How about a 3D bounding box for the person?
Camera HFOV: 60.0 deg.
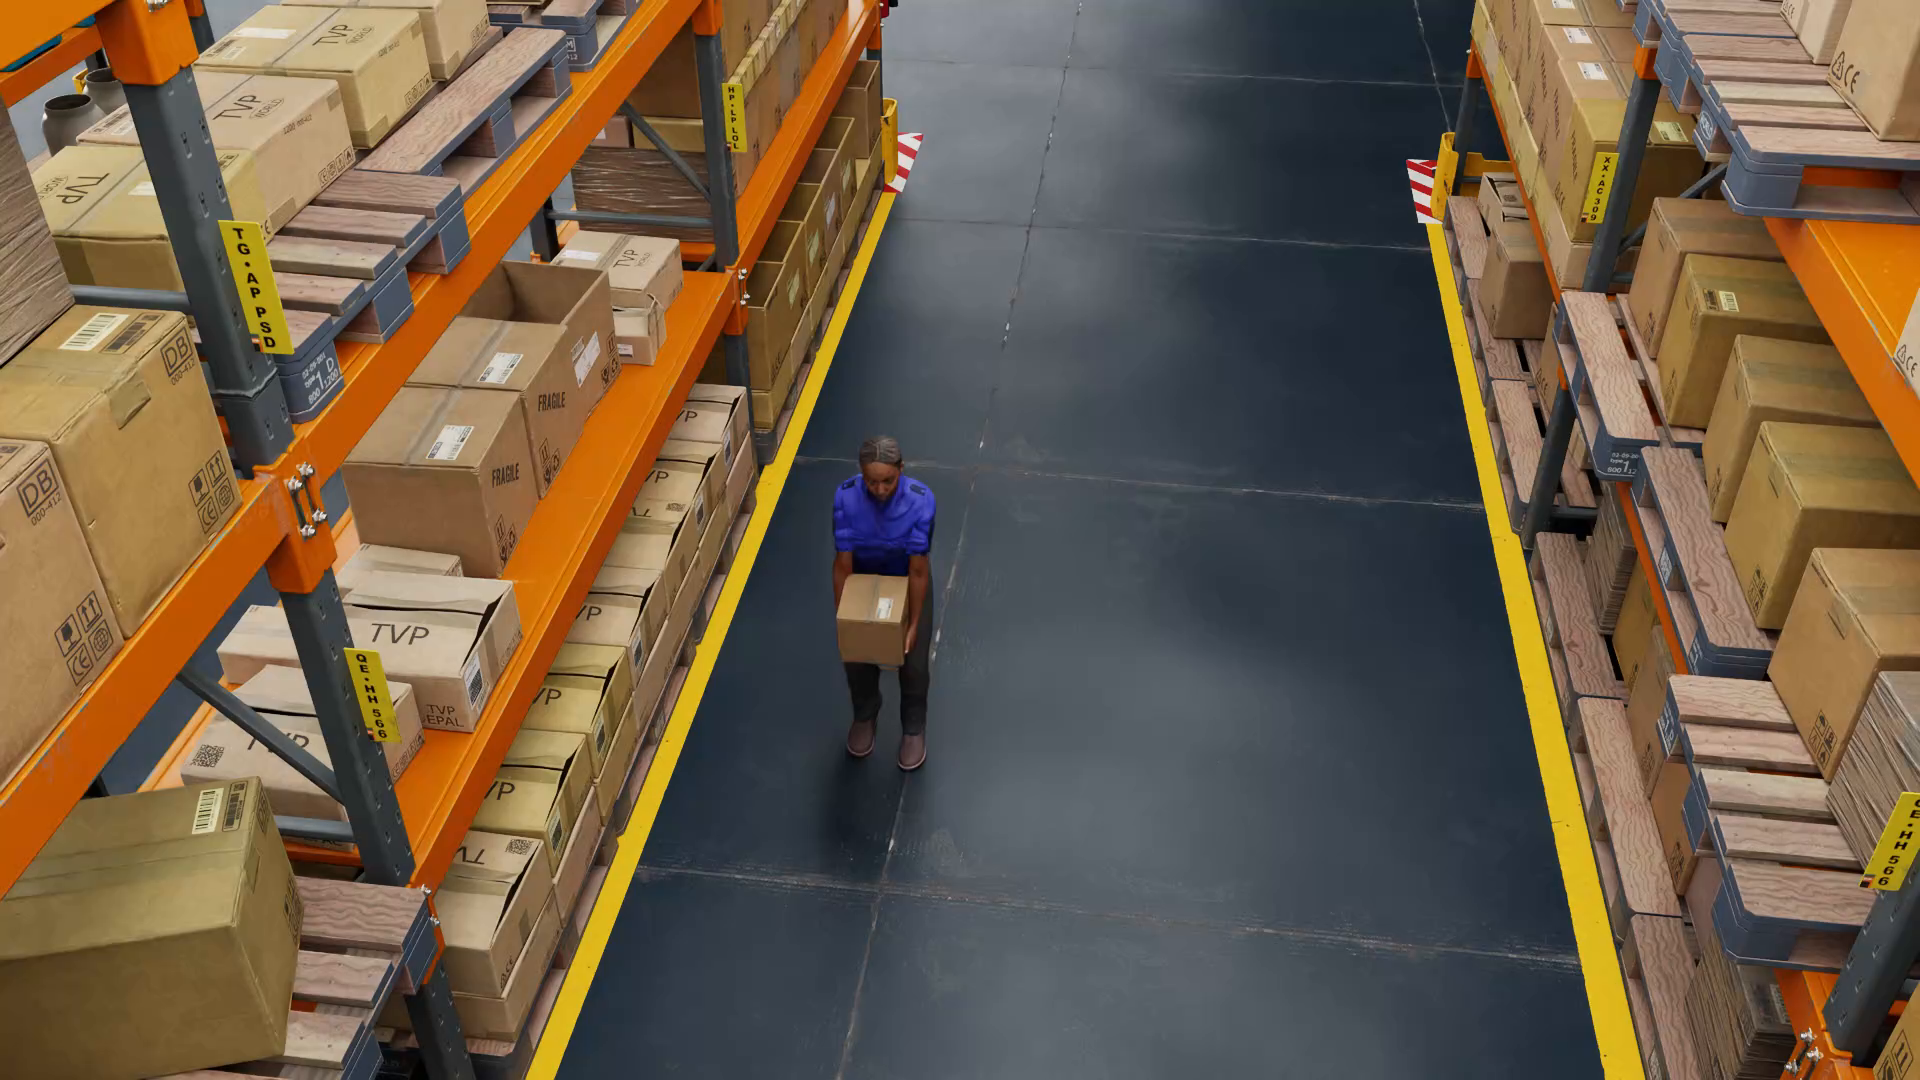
[{"bbox_3d":[-0.299,0.252,6.725,0.410,1.637,0.533,4,37,6],"label":"person"}]
